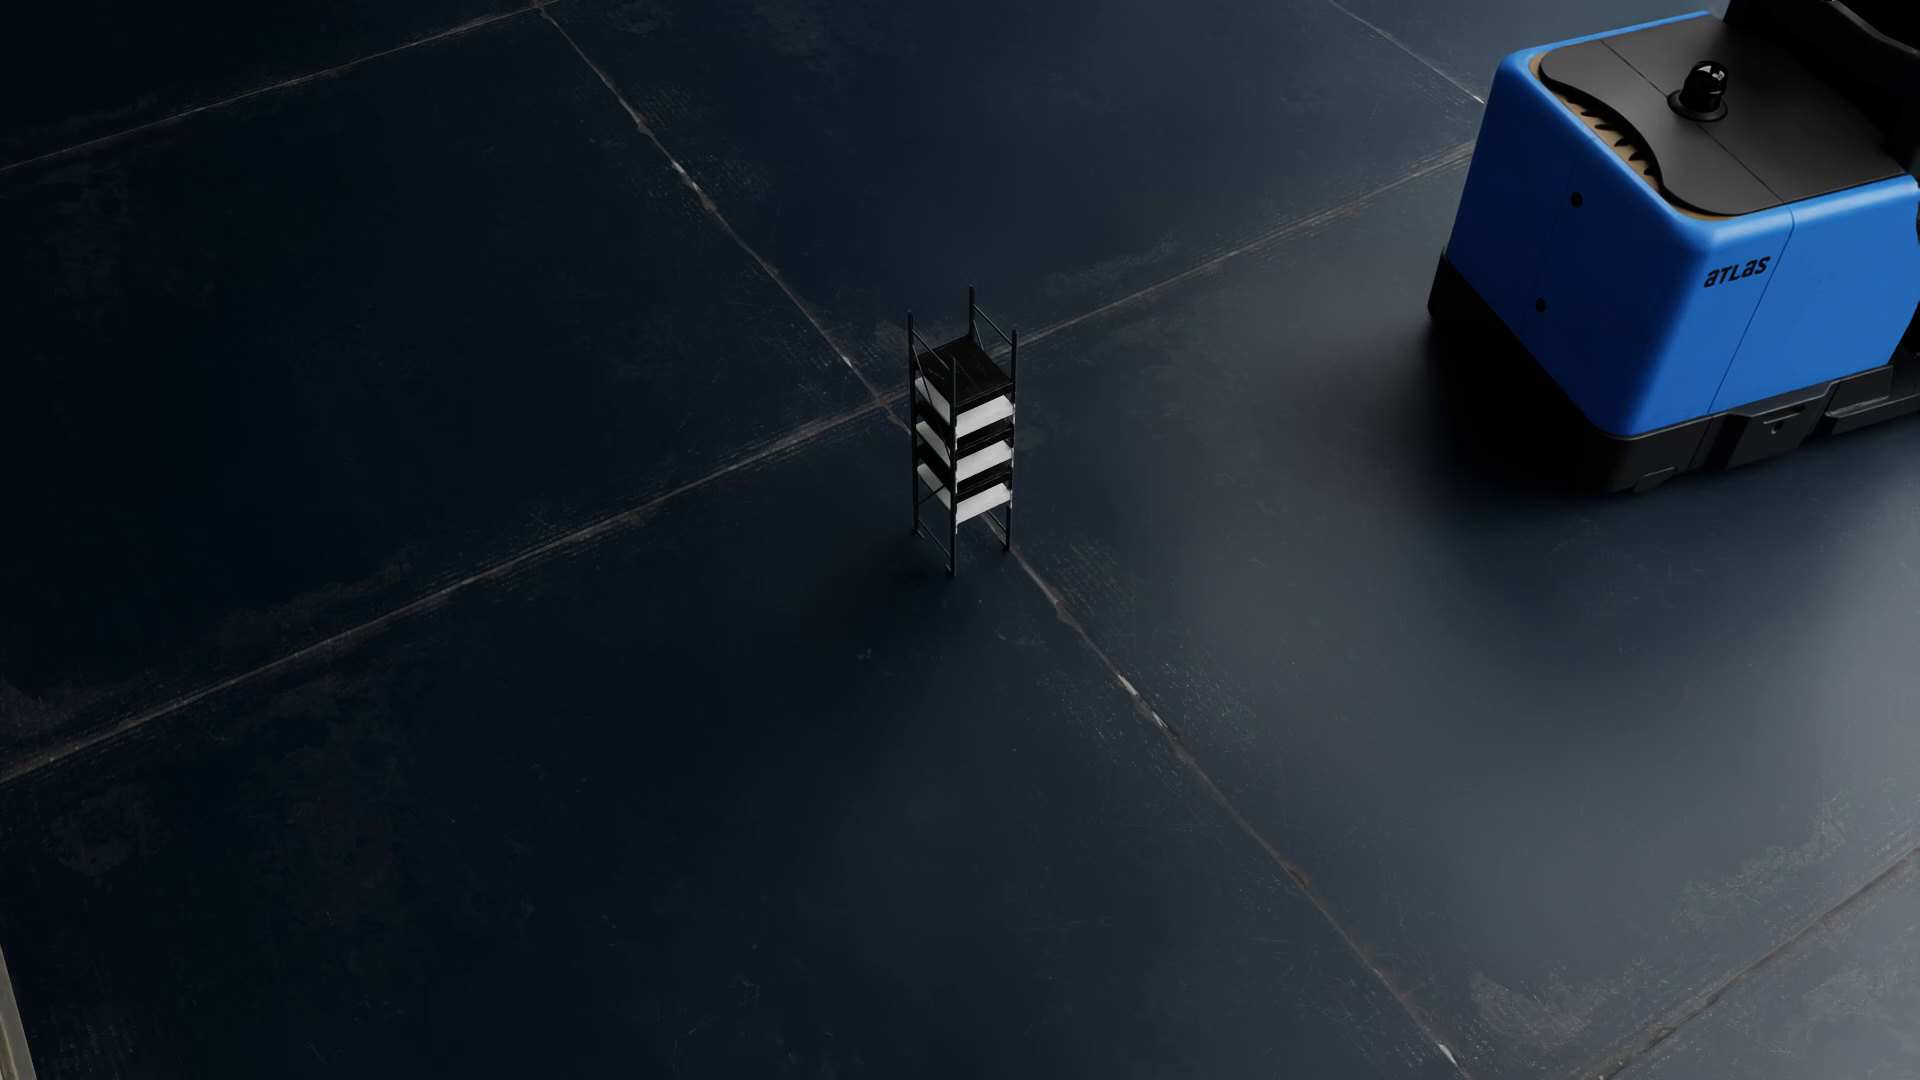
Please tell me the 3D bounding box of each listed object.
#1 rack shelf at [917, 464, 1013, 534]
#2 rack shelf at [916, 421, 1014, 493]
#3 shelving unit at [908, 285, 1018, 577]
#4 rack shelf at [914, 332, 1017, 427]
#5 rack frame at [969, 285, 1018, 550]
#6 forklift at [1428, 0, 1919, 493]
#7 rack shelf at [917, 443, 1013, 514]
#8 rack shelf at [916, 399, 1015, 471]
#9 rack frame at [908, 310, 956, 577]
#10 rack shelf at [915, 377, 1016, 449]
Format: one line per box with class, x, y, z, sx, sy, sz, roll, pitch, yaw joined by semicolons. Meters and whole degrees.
rack shelf;0.007;-0.161;5.076;0.200;0.077;0.258;-25;53;-21
rack shelf;0.007;-0.280;4.942;0.200;0.077;0.258;-25;53;-21
shelving unit;0.007;-0.303;4.917;0.210;0.900;0.258;-25;53;-21
rack shelf;0.007;-0.460;4.740;0.200;0.077;0.258;-25;53;-21
rack frame;0.093;-0.343;4.953;0.006;0.900;0.240;-25;53;-21
forklift;3.227;-1.806;4.896;3.031;2.935;1.130;-15;50;-13
rack shelf;0.007;-0.220;5.009;0.200;0.077;0.258;-25;53;-21
rack shelf;0.007;-0.340;4.874;0.200;0.077;0.258;-25;53;-21
rack frame;-0.079;-0.262;4.881;0.006;0.900;0.240;-25;53;-21
rack shelf;0.007;-0.400;4.807;0.200;0.077;0.258;-25;53;-21
